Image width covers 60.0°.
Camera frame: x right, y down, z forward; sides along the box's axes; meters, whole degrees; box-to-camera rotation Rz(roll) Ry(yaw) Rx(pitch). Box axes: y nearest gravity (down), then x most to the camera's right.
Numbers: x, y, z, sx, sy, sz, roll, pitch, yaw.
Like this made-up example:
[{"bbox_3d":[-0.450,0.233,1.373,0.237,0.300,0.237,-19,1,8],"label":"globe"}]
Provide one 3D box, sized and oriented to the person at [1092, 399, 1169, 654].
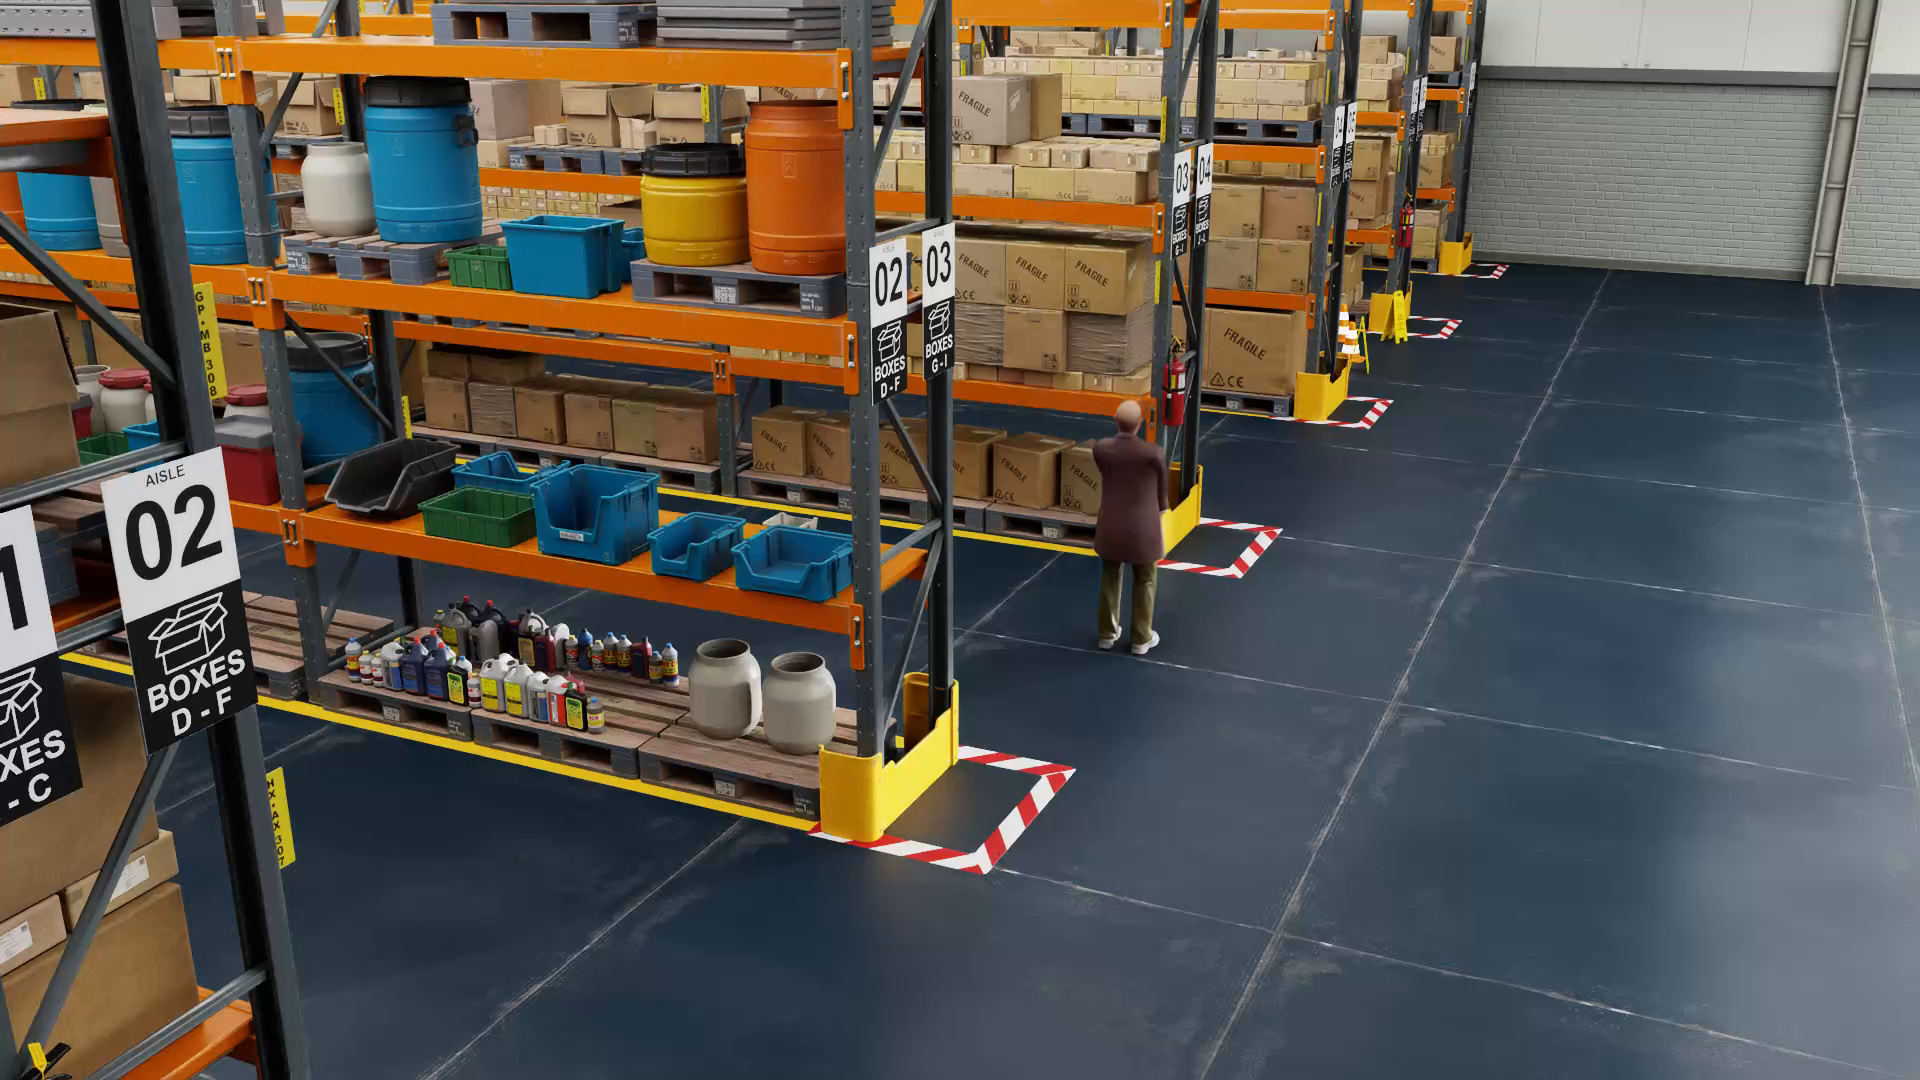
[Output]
[{"bbox_3d":[1.199,-0.130,11.475,0.525,1.779,0.554,8,20,23],"label":"person"}]
